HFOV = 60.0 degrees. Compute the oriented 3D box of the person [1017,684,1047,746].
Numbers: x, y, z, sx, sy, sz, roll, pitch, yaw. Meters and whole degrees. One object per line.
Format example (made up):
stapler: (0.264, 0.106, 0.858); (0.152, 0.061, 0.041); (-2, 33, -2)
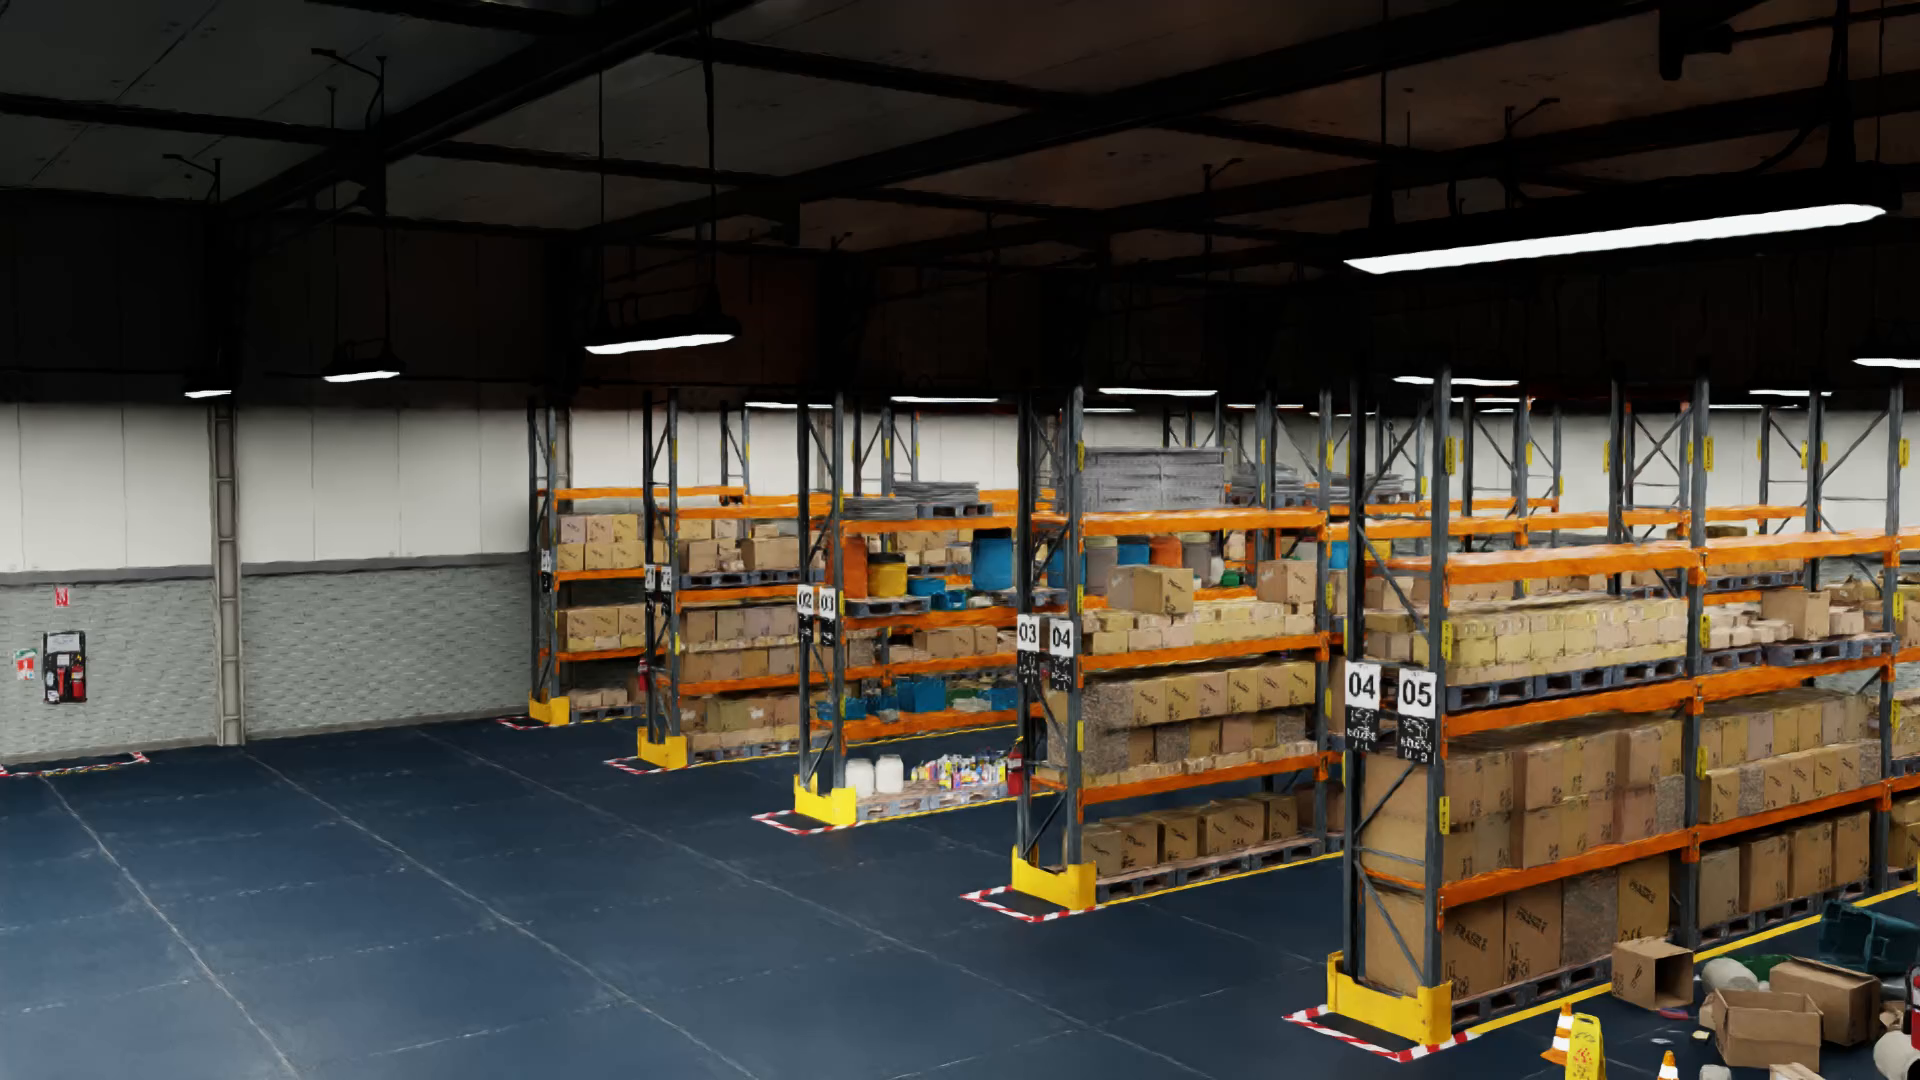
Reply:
person: (1.176, 2.739, 26.522); (0.934, 1.737, 0.578); (-1, 4, -18)
